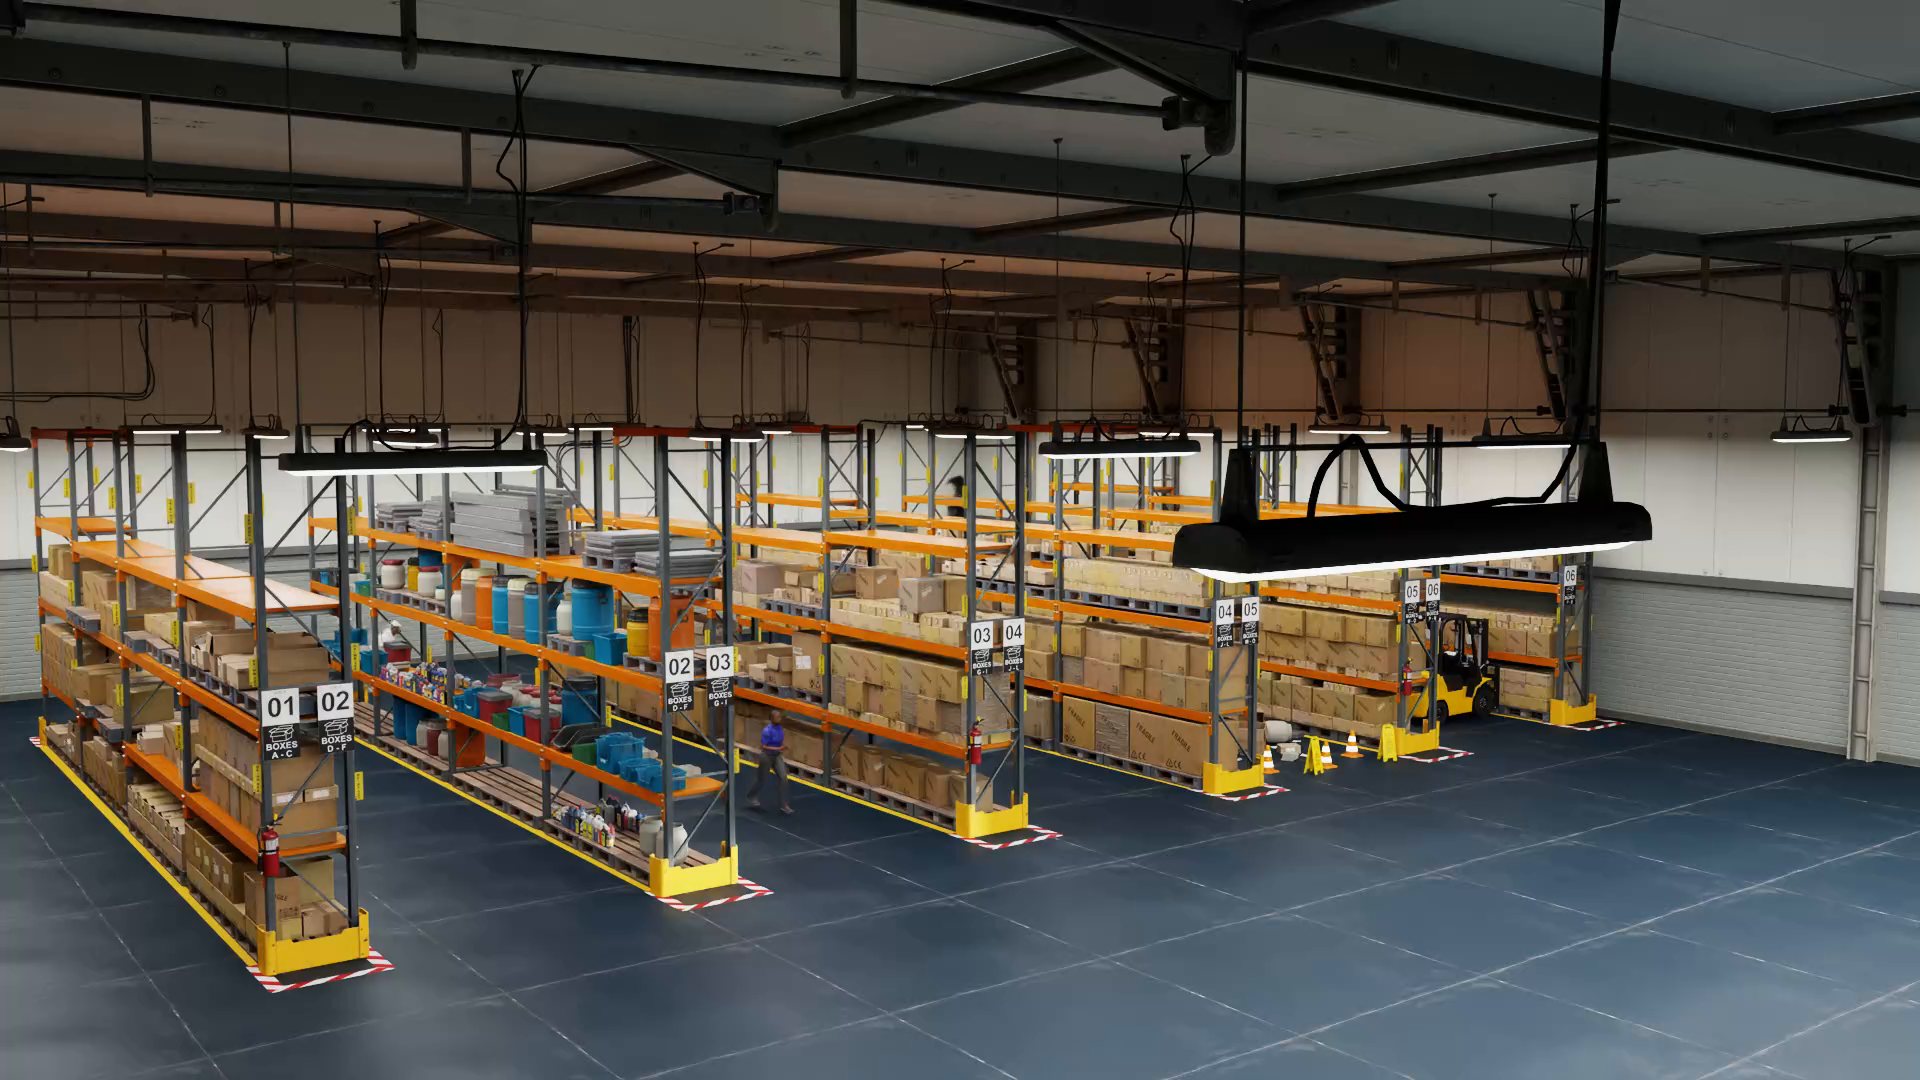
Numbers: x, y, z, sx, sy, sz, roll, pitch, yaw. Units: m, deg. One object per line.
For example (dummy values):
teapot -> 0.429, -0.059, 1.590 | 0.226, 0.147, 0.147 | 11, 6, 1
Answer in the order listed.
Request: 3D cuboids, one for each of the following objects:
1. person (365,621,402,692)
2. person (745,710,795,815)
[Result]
person -> -3.781, 0.281, 19.537 | 17.016, 8.975, 36.790 | 0, 4, -3
person -> -2.998, 3.464, 26.156 | 0.963, 1.645, 0.588 | 3, 6, 38
